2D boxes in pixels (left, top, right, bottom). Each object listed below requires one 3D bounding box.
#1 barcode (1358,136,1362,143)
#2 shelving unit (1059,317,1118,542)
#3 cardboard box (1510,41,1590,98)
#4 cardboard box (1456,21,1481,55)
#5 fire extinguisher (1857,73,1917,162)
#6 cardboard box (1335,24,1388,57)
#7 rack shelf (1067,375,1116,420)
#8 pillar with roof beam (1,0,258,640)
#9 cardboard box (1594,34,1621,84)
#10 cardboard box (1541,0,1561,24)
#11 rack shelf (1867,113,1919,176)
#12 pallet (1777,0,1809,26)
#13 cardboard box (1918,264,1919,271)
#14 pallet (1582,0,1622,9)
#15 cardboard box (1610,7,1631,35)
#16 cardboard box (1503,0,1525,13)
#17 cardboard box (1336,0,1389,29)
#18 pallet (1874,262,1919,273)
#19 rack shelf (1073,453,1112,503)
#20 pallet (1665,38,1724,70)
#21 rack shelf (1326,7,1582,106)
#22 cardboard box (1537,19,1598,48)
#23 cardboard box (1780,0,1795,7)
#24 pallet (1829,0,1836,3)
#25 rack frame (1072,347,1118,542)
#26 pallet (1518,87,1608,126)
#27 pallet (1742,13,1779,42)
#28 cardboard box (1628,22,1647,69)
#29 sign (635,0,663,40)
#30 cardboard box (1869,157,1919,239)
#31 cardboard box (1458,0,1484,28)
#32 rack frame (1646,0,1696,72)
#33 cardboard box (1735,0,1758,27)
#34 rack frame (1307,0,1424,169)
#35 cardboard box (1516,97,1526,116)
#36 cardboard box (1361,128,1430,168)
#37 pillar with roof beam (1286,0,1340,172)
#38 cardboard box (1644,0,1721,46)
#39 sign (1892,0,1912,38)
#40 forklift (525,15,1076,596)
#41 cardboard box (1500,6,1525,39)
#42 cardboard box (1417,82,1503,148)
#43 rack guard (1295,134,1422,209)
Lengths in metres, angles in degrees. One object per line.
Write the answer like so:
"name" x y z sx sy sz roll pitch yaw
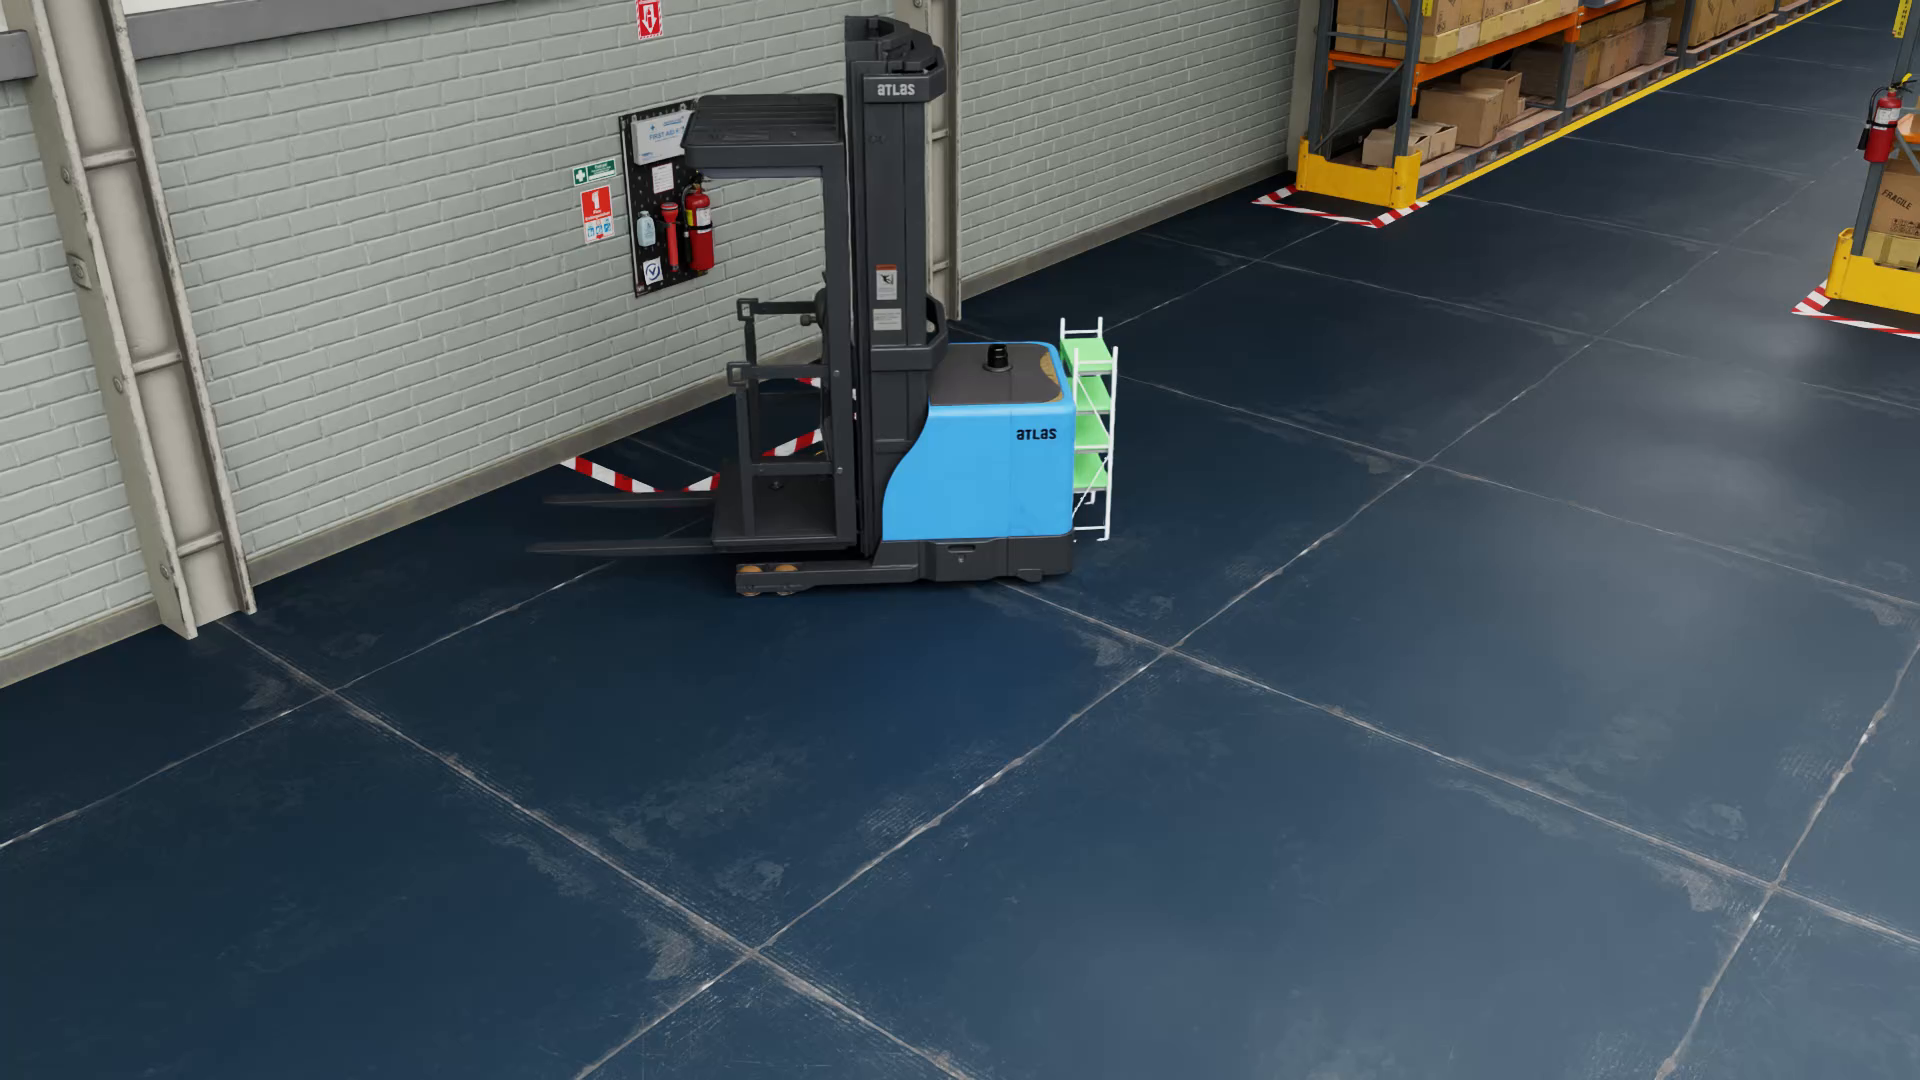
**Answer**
"barcode" 4.021 -4.024 16.701 0.001 0.075 0.075 21 34 34
"shelving unit" 0.727 -0.640 9.682 0.258 1.200 0.503 -3 27 -5
"cardboard box" 6.808 -5.445 19.253 0.700 0.500 0.500 22 35 36
"cardboard box" 4.683 -4.887 16.073 0.500 0.250 0.500 20 33 33
"fire extinguisher" 7.200 -3.289 12.928 0.296 0.674 0.183 21 34 34
"cardboard box" 3.956 -4.841 15.984 0.500 0.250 0.500 21 34 35
"rack shelf" 0.727 -0.797 9.601 0.258 0.148 0.480 -3 27 -5
"pillar with roof beam" -0.725 -2.329 4.458 9.100 9.000 0.400 21 34 34
"cardboard box" 7.454 -5.812 19.962 0.700 0.500 0.500 21 34 35
"cardboard box" 5.962 -5.606 17.463 0.500 0.250 0.500 21 34 35
"rack shelf" 8.906 -3.619 14.264 1.077 0.370 4.000 21 34 34
"pallet" 11.985 -7.939 24.866 1.003 0.211 1.213 21 34 34
"cardboard box" 8.146 -2.320 13.506 0.500 0.250 0.500 21 34 34
"pallet" 6.951 -6.238 18.752 1.003 0.211 1.213 21 34 34
"cardboard box" 7.745 -6.293 20.075 0.500 0.250 0.500 21 34 34
"cardboard box" 5.319 -5.573 16.584 0.500 0.500 0.500 22 35 36
"cardboard box" 3.944 -5.181 15.825 0.500 0.500 0.500 20 34 34
"pallet" 8.088 -2.275 13.917 1.003 0.211 1.213 21 34 34
"rack shelf" 0.727 -0.370 9.821 0.258 0.148 0.480 -3 27 -5
"pallet" 9.457 -6.531 22.146 1.003 0.211 1.213 21 34 34
"rack shelf" 5.081 -5.066 17.060 1.077 0.370 4.000 21 34 34
"cardboard box" 7.086 -5.935 19.384 0.500 0.250 0.500 20 33 33
"cardboard box" 11.996 -8.242 24.681 0.700 0.500 0.500 21 34 35
"pallet" 13.537 -8.804 26.539 1.003 0.211 1.213 21 34 34
"rack frame" 0.751 -0.529 9.466 0.240 1.200 0.015 -3 27 -5
"pallet" 6.847 -5.132 19.441 1.003 0.211 1.213 21 34 34
"pallet" 11.009 -7.397 23.818 1.003 0.211 1.213 21 34 34
"cardboard box" 8.062 -6.178 20.670 0.700 0.500 0.500 21 34 34
"sign" -1.913 -3.241 10.227 0.001 0.298 0.199 21 34 34
"cardboard box" 7.745 -2.805 13.627 0.500 0.500 0.500 21 34 34
"cardboard box" 4.666 -5.205 15.872 0.500 0.500 0.500 21 34 35
"rack frame" 8.897 -7.512 21.007 1.000 3.000 0.127 21 34 34
"cardboard box" 10.565 -7.578 23.016 0.750 0.750 0.750 22 35 36
"rack frame" 3.809 -4.676 15.524 1.000 3.000 0.127 21 34 34
"cardboard box" 6.036 -4.833 18.432 0.380 0.166 0.250 16 31 28
"cardboard box" 4.318 -3.896 16.465 0.500 0.311 0.500 17 32 29
"pillar with roof beam" 6.908 -6.583 12.682 9.100 9.000 0.400 21 34 34
"cardboard box" 9.466 -6.967 21.835 0.750 0.750 0.750 20 34 34
"sign" 7.224 -4.013 12.724 0.100 0.325 0.005 21 34 34
"forklift" -0.907 -1.243 8.963 3.031 2.935 1.130 -2 27 -3
"cardboard box" 5.335 -5.244 16.764 0.500 0.250 0.500 21 34 35
"cardboard box" 5.186 -4.428 17.286 0.700 0.500 0.500 18 33 31
"rack guard" 3.857 -3.593 16.151 1.175 0.500 0.348 21 34 34
